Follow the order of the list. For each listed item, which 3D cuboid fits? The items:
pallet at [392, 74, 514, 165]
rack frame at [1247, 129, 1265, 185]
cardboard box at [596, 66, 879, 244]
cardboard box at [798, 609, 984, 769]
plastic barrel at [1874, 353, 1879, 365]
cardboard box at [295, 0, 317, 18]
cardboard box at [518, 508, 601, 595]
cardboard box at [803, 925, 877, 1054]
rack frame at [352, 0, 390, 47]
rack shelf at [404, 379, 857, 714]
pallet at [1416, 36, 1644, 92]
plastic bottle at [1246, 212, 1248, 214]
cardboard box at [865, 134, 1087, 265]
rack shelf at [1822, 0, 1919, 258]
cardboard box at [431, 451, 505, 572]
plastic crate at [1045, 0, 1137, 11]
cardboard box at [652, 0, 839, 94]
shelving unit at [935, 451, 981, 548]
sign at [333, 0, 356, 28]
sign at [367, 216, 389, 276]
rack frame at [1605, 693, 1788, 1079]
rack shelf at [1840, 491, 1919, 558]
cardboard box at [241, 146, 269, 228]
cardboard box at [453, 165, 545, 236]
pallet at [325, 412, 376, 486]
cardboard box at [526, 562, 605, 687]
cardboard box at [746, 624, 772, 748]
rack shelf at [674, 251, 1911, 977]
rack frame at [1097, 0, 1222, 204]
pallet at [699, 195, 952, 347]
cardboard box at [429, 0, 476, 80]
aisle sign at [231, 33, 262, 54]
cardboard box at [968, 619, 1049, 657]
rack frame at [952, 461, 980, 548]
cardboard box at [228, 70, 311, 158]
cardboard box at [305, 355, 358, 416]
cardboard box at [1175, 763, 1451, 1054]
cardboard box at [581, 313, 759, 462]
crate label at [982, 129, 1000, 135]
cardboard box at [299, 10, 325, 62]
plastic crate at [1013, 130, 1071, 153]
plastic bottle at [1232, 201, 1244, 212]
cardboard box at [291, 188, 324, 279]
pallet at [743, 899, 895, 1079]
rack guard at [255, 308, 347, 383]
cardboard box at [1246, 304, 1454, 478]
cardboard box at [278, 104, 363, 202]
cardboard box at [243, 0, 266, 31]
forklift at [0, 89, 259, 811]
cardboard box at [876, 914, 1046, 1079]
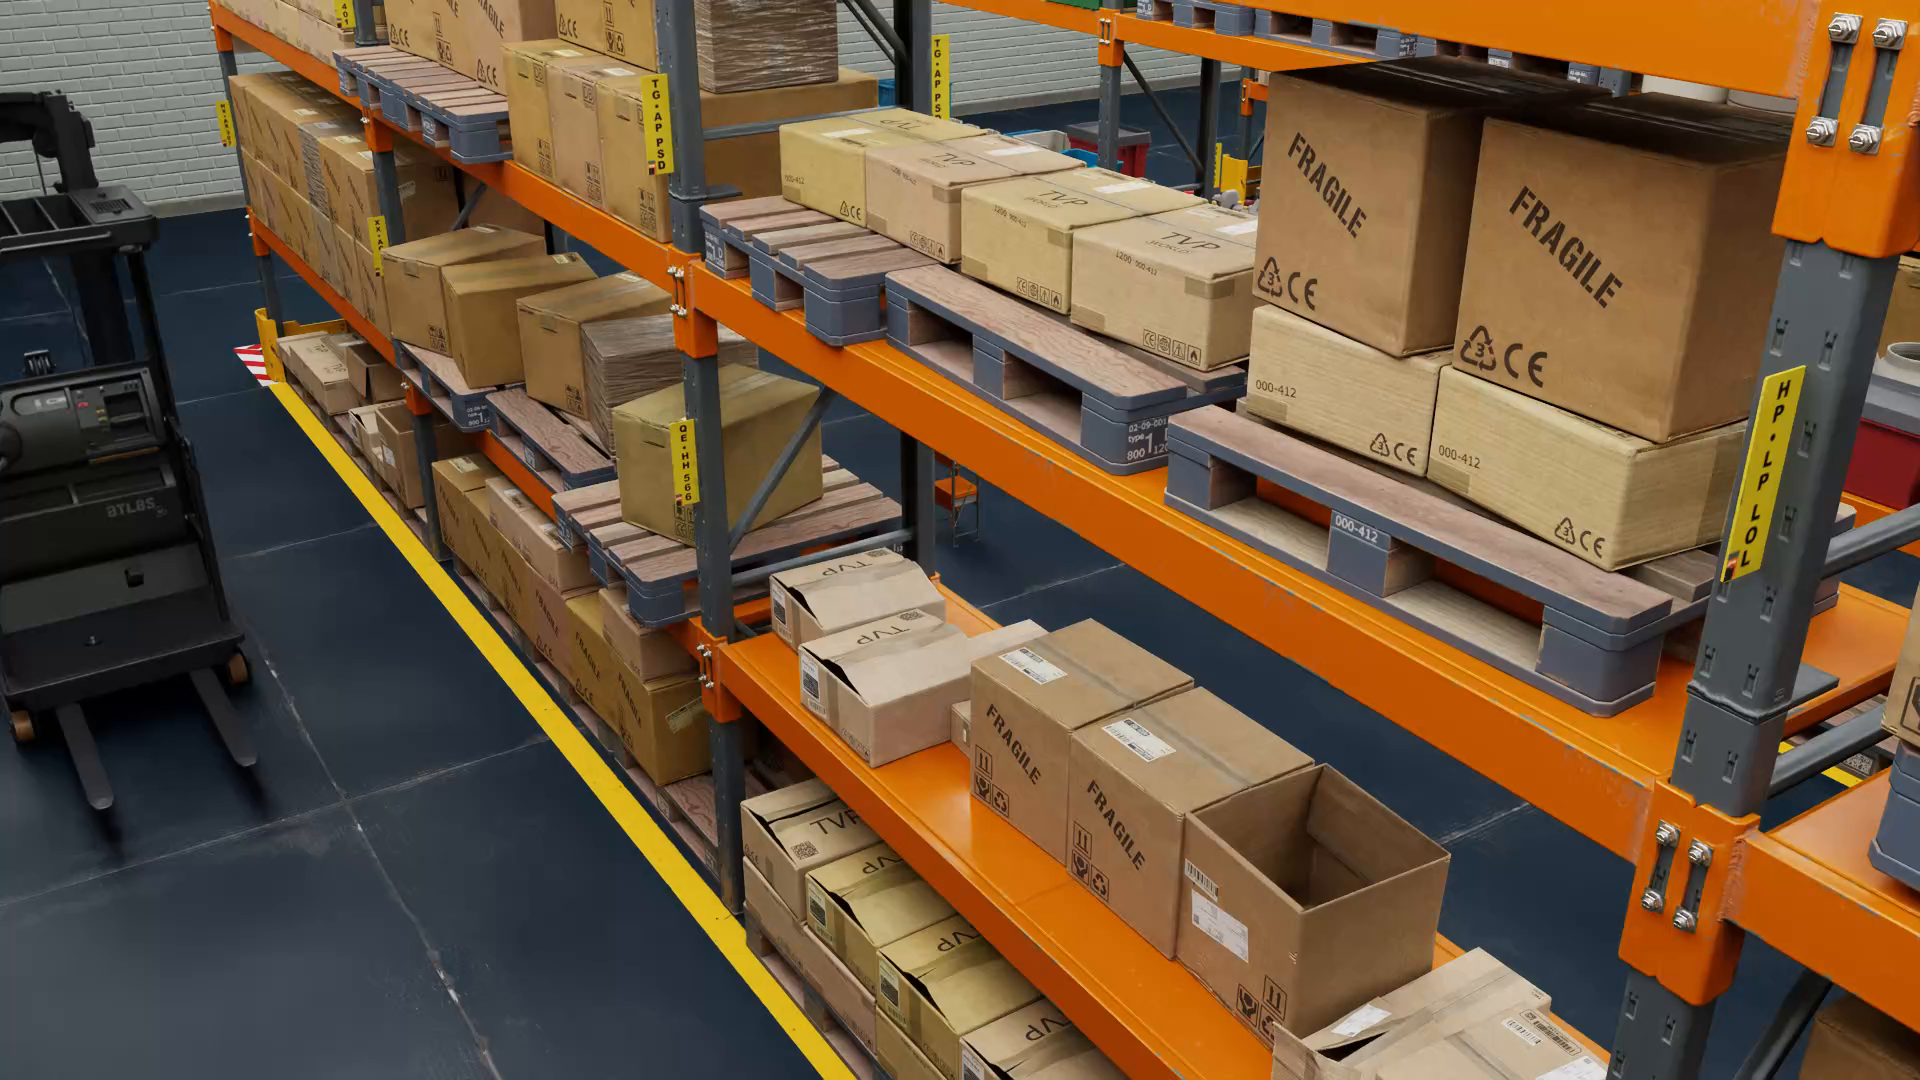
[{"bbox_3d":[-1.869,-2.005,7.689,1.213,0.211,1.003,-16,29,-30],"label":"pallet"},{"bbox_3d":[3.386,-5.092,17.522,0.949,2.616,0.053,-16,29,-30],"label":"rack frame"},{"bbox_3d":[-0.818,-1.472,6.224,0.910,0.500,0.500,-16,29,-30],"label":"cardboard box"},{"bbox_3d":[-0.225,0.483,5.817,0.500,0.311,0.500,-16,30,-30],"label":"cardboard box"},{"bbox_3d":[4.341,-0.808,8.316,0.421,0.512,0.421,0,25,0],"label":"plastic barrel"},{"bbox_3d":[-3.498,-3.158,9.502,0.500,0.250,0.500,-16,29,-30],"label":"cardboard box"},{"bbox_3d":[-1.855,0.006,8.258,0.500,0.250,0.500,-16,30,-31],"label":"cardboard box"},{"bbox_3d":[-0.236,1.567,6.147,0.500,0.250,0.500,-16,30,-31],"label":"cardboard box"},{"bbox_3d":[-2.735,-4.066,8.322,1.000,3.000,0.127,-16,29,-30],"label":"rack frame"},{"bbox_3d":[-1.643,-0.312,8.240,1.077,0.370,4.000,-16,29,-30],"label":"rack shelf"},{"bbox_3d":[3.265,-2.643,9.042,1.003,0.211,1.213,-16,29,-30],"label":"pallet"},{"bbox_3d":[2.008,-2.184,11.596,0.097,0.201,0.097,0,25,0],"label":"plastic bottle"},{"bbox_3d":[0.045,-1.068,5.169,0.500,0.250,0.500,-15,29,-28],"label":"cardboard box"},{"bbox_3d":[2.724,0.017,0.984,1.077,0.370,4.000,-16,29,-30],"label":"rack shelf"},{"bbox_3d":[-2.675,-0.192,9.555,0.500,0.500,0.500,-17,30,-32],"label":"cardboard box"},{"bbox_3d":[0.933,-3.848,11.621,0.450,0.188,0.662,-16,29,-30],"label":"plastic crate"},{"bbox_3d":[-0.784,-1.934,6.030,0.500,0.500,0.500,-16,29,-30],"label":"cardboard box"},{"bbox_3d":[-0.029,-0.494,10.066,0.215,1.050,0.252,-16,29,-30],"label":"shelving unit"},{"bbox_3d":[-3.185,-2.814,8.578,0.100,0.325,0.005,-16,29,-30],"label":"sign"},{"bbox_3d":[-3.185,-1.615,9.144,0.100,0.325,0.005,-16,29,-30],"label":"sign"},{"bbox_3d":[1.632,1.508,3.541,1.000,3.000,0.127,-16,29,-30],"label":"rack frame"},{"bbox_3d":[4.693,-0.035,7.652,1.077,0.370,4.000,-16,29,-30],"label":"rack shelf"},{"bbox_3d":[-4.897,-2.609,12.145,0.500,0.500,0.500,-15,29,-29],"label":"cardboard box"},{"bbox_3d":[-2.756,-2.084,9.863,0.500,0.500,0.500,-15,29,-28],"label":"cardboard box"},{"bbox_3d":[-3.779,-0.774,11.644,1.003,0.211,1.213,-16,29,-30],"label":"pallet"},{"bbox_3d":[-1.832,0.358,8.391,0.500,0.500,0.500,-17,30,-31],"label":"cardboard box"},{"bbox_3d":[-0.851,0.594,7.891,0.500,0.500,0.500,-17,30,-31],"label":"cardboard box"},{"bbox_3d":[0.541,-0.238,4.569,1.077,0.370,4.000,-16,29,-30],"label":"rack shelf"},{"bbox_3d":[1.417,-2.506,12.045,1.000,3.000,0.127,-16,29,-30],"label":"rack frame"},{"bbox_3d":[-0.106,-0.971,5.501,1.213,0.211,1.003,-14,29,-27],"label":"pallet"},{"bbox_3d":[-2.138,-2.559,7.916,0.600,0.600,0.600,-16,30,-30],"label":"cardboard box"},{"bbox_3d":[-5.202,-3.915,11.985,0.394,0.787,0.004,-16,29,-30],"label":"aisle sign"},{"bbox_3d":[0.171,0.449,6.080,0.380,0.149,0.250,-16,29,-30],"label":"cardboard box"},{"bbox_3d":[0.037,-0.450,9.974,0.200,1.050,0.008,-16,29,-30],"label":"rack frame"},{"bbox_3d":[-4.897,-3.061,11.932,0.500,0.500,0.500,-15,29,-28],"label":"cardboard box"},{"bbox_3d":[-4.313,-1.121,11.816,0.500,0.250,0.500,-16,29,-30],"label":"cardboard box"},{"bbox_3d":[0.939,0.996,4.509,0.500,0.500,0.500,-13,28,-26],"label":"cardboard box"},{"bbox_3d":[-1.329,-0.728,7.669,0.700,0.500,0.500,-10,27,-20],"label":"cardboard box"},{"bbox_3d":[0.149,-3.394,14.165,0.396,0.136,0.243,-16,29,-30],"label":"crate label"},{"bbox_3d":[-3.487,-2.935,9.615,0.500,0.250,0.500,-16,29,-30],"label":"cardboard box"},{"bbox_3d":[0.738,-3.069,13.305,0.437,0.282,0.530,-16,29,-30],"label":"plastic crate"},{"bbox_3d":[1.990,-2.315,11.874,0.097,0.201,0.097,0,25,0],"label":"plastic bottle"},{"bbox_3d":[-4.068,-2.066,10.996,0.500,0.500,0.500,-15,29,-29],"label":"cardboard box"},{"bbox_3d":[-0.135,1.642,6.524,1.003,0.211,1.213,-16,29,-30],"label":"pallet"},{"bbox_3d":[-4.877,-1.626,13.109,1.175,0.500,0.348,-16,29,-30],"label":"rack guard"},{"bbox_3d":[1.002,-0.388,3.729,0.500,0.250,0.500,-19,31,-34],"label":"cardboard box"},{"bbox_3d":[-4.058,-2.514,10.773,0.500,0.500,0.500,-16,30,-30],"label":"cardboard box"},{"bbox_3d":[-4.315,-3.469,10.747,0.500,0.250,0.500,-16,29,-30],"label":"cardboard box"},{"bbox_3d":[-4.329,-0.562,8.008,1.130,2.935,3.031,-16,30,-31],"label":"forklift"},{"bbox_3d":[0.059,1.502,5.626,0.500,0.311,0.500,-16,30,-31],"label":"cardboard box"}]
